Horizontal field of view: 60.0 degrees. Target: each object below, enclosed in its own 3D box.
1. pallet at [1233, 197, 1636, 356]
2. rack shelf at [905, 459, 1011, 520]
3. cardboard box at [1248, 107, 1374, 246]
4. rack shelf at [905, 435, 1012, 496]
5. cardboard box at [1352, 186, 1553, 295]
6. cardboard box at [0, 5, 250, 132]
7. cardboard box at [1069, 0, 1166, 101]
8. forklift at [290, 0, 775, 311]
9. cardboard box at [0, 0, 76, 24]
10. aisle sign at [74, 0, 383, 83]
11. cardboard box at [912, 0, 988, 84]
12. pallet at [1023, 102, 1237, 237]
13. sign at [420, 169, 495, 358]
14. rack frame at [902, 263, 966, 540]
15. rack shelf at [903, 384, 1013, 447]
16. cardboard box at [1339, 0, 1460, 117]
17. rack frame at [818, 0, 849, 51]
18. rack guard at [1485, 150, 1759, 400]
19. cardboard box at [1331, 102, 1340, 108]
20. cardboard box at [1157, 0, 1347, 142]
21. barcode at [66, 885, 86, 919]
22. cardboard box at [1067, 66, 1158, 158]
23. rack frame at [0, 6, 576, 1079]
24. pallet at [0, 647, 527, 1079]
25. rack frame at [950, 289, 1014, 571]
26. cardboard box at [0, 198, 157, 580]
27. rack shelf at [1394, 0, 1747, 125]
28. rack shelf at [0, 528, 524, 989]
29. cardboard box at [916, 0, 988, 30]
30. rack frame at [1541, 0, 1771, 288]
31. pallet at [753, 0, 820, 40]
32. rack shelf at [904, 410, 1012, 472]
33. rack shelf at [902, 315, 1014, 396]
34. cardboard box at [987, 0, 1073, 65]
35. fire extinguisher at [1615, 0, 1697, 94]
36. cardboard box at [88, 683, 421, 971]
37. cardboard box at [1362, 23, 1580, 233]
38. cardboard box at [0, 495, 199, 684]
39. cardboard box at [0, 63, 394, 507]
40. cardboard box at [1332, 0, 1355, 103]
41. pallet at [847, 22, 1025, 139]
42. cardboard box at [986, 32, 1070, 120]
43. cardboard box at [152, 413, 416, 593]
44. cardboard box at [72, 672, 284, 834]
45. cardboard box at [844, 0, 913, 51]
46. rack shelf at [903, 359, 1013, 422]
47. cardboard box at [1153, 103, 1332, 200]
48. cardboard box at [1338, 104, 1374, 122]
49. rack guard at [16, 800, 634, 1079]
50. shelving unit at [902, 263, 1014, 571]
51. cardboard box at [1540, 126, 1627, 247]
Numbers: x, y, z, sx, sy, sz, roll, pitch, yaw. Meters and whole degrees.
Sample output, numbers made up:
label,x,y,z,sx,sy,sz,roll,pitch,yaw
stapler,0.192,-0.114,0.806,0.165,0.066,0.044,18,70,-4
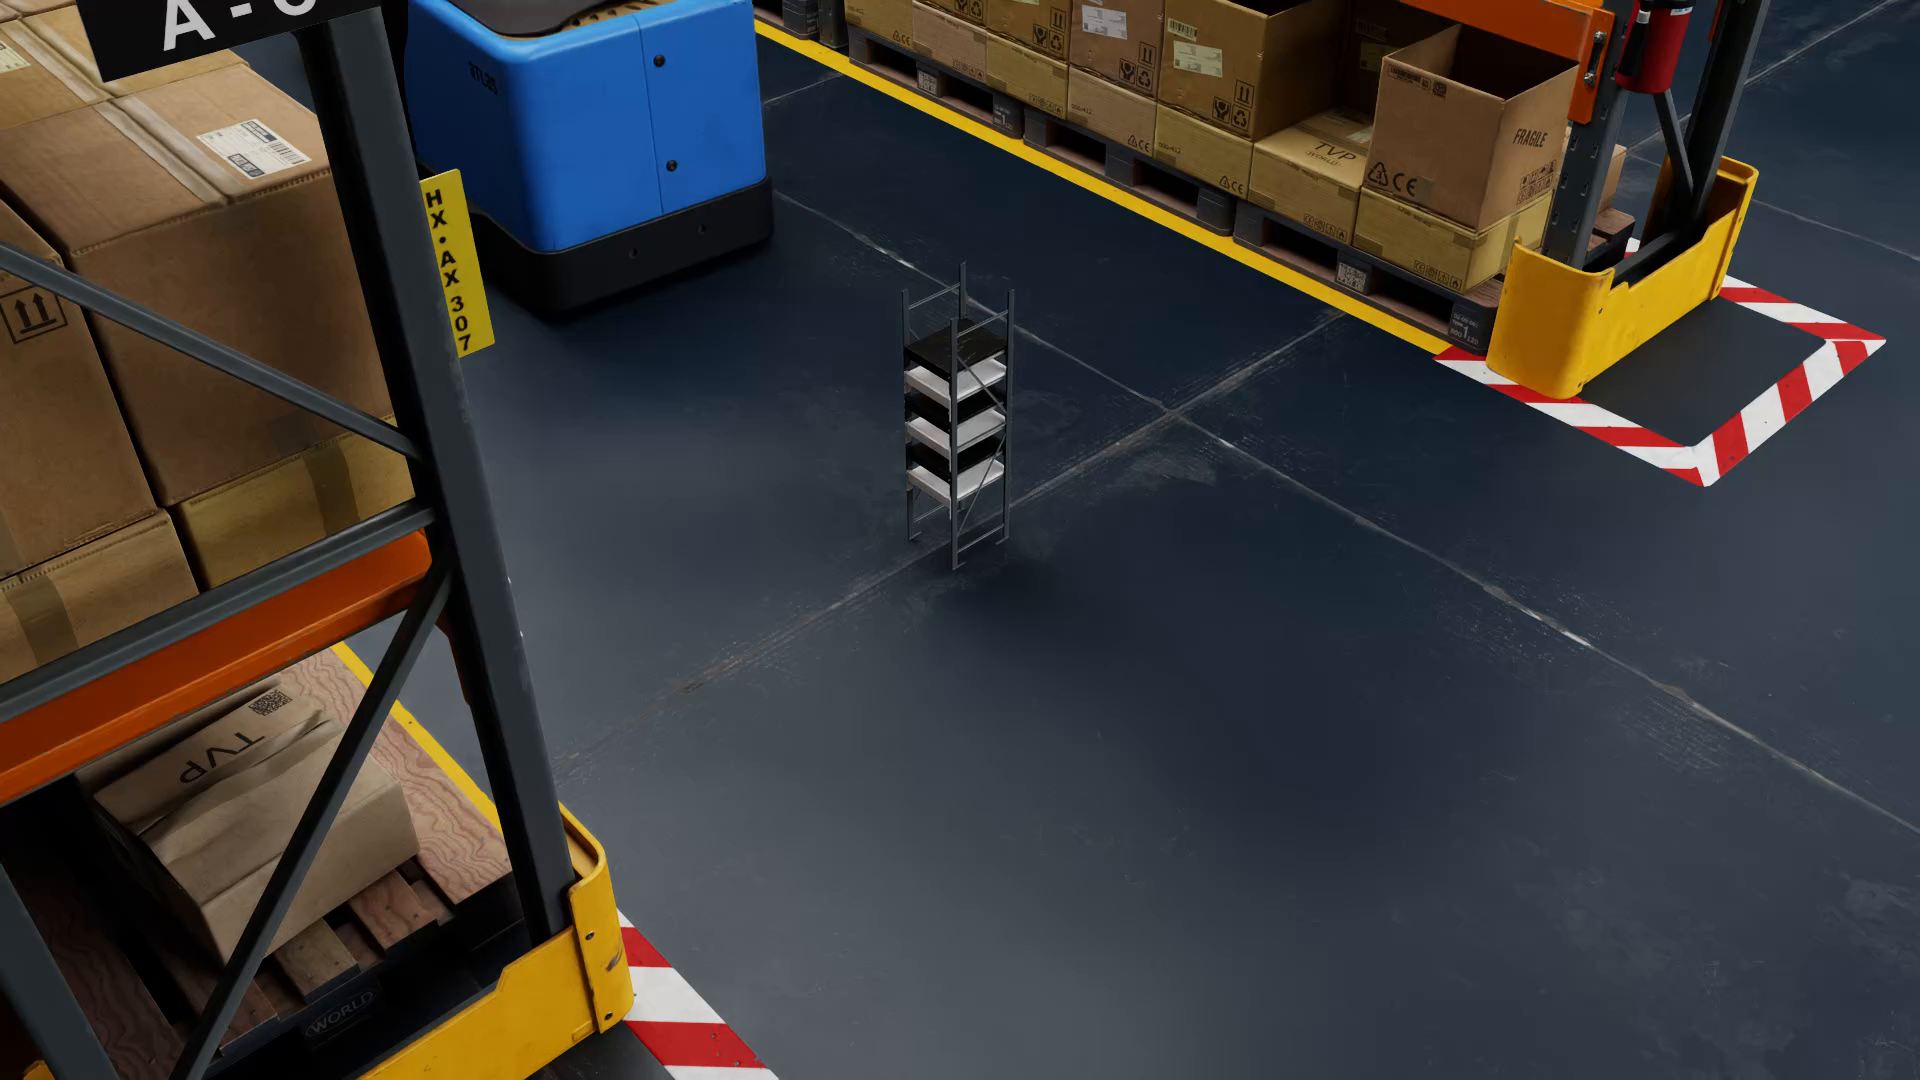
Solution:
label,x,y,z,sx,sy,sz,roll,pitch,yaw
pallet,1.864,-1.235,6.610,1.003,0.211,1.213,-30,48,-32
rack shelf,-0.005,-0.188,5.106,0.258,0.077,0.200,-30,48,-32
cardboard box,1.484,-1.426,6.482,0.500,0.250,0.500,-30,48,-32
rack shelf,-0.005,-0.258,5.049,0.258,0.077,0.200,-30,48,-32
cardboard box,1.831,-1.200,6.202,0.500,0.250,0.500,-30,48,-32
cardboard box,-1.663,-0.699,3.235,0.500,0.500,0.500,-30,48,-32
cardboard box,0.805,-2.179,6.818,0.500,0.500,0.500,-30,48,-32
forklift,-2.054,-2.860,6.458,1.130,2.935,3.031,-27,46,-29
cardboard box,-2.008,-0.941,3.534,0.500,0.500,0.500,-32,49,-33
aisle sign,-0.965,-0.982,2.009,0.394,0.787,0.004,-30,48,-32
cardboard box,0.131,-2.351,7.628,0.500,0.250,0.500,-30,48,-32
pallet,1.043,-1.799,7.309,1.003,0.211,1.213,-30,48,-32
sign,-0.835,-0.444,2.723,0.100,0.325,0.005,-30,48,-32
rack frame,-0.074,-0.401,5.030,0.240,0.900,0.006,-30,48,-32
rack shelf,-0.005,-0.398,4.936,0.258,0.077,0.200,-30,48,-32
cardboard box,1.873,-1.942,6.524,0.500,0.500,0.500,-30,48,-32
rack frame,-0.294,-3.834,7.610,1.000,3.000,0.127,-30,48,-32
rack guard,2.428,-1.000,6.090,1.175,0.500,0.348,-30,48,-32
cardboard box,1.534,-1.881,7.046,0.500,0.250,0.500,-30,48,-32
cardboard box,1.143,-1.947,6.531,0.500,0.500,0.500,-30,48,-32
barcode,-1.943,0.798,3.657,0.001,0.075,0.075,-30,48,-32
cardboard box,0.808,-1.889,7.055,0.500,0.250,0.500,-30,48,-32
rack frame,-1.235,0.124,2.710,1.000,3.000,0.127,-30,48,-32
pallet,-1.809,0.782,4.113,1.003,0.211,1.213,-30,48,-32
rack frame,0.063,-0.307,4.914,0.240,0.900,0.006,-30,48,-32
cardboard box,-1.710,-0.245,2.673,0.500,0.500,0.500,-31,48,-32
rack shelf,1.059,-2.629,6.690,1.077,0.370,4.000,-30,48,-32
rack shelf,-2.587,-0.522,4.082,1.077,0.370,4.000,-30,48,-32
cardboard box,0.133,-2.644,7.394,0.500,0.500,0.500,-30,48,-32
rack frame,2.412,-1.983,5.318,1.000,3.000,0.127,-30,48,-32
pallet,-0.821,-3.074,8.888,1.003,0.211,1.213,-30,48,-32
rack shelf,-0.005,-0.328,4.993,0.258,0.077,0.200,-30,48,-32
rack shelf,-0.005,-0.538,4.823,0.258,0.077,0.200,-30,48,-32
cardboard box,0.466,-2.409,7.103,0.500,0.500,0.500,-30,48,-32
fire extinguisher,2.149,-1.701,5.030,0.296,0.674,0.183,-30,48,-32
cardboard box,-1.636,0.640,3.860,0.500,0.311,0.500,29,47,31
cardboard box,1.830,-1.490,5.965,0.500,0.500,0.500,-30,48,-32
cardboard box,-1.694,0.040,2.916,0.500,0.250,0.500,-29,47,-31
cardboard box,-1.336,-0.466,2.947,0.500,0.500,0.500,-30,48,-32
cardboard box,1.526,-2.168,6.804,0.500,0.500,0.500,-30,48,-32
pallet,0.213,-2.364,8.009,1.003,0.211,1.213,-30,48,-32
cardboard box,0.465,-2.117,7.339,0.500,0.250,0.500,-30,48,-32
cardboard box,-1.331,-0.187,3.197,0.500,0.250,0.500,-31,48,-33
cardboard box,-2.022,0.376,4.187,0.500,0.311,0.500,-26,46,-28
cardboard box,-0.203,-2.585,7.917,0.500,0.250,0.500,-30,48,-32
rack shelf,-0.005,-0.468,4.880,0.258,0.077,0.200,-30,48,-32
cardboard box,1.145,-1.656,6.768,0.500,0.250,0.500,-30,48,-32
cardboard box,1.872,-1.649,6.759,0.500,0.250,0.500,-30,48,-32
rack guard,-1.286,1.061,3.539,1.175,0.500,0.348,-30,48,-32
shelving unit,-0.005,-0.354,4.972,0.258,0.900,0.210,-30,48,-32
cardboard box,2.213,-1.420,6.475,0.500,0.250,0.500,-30,48,-32
